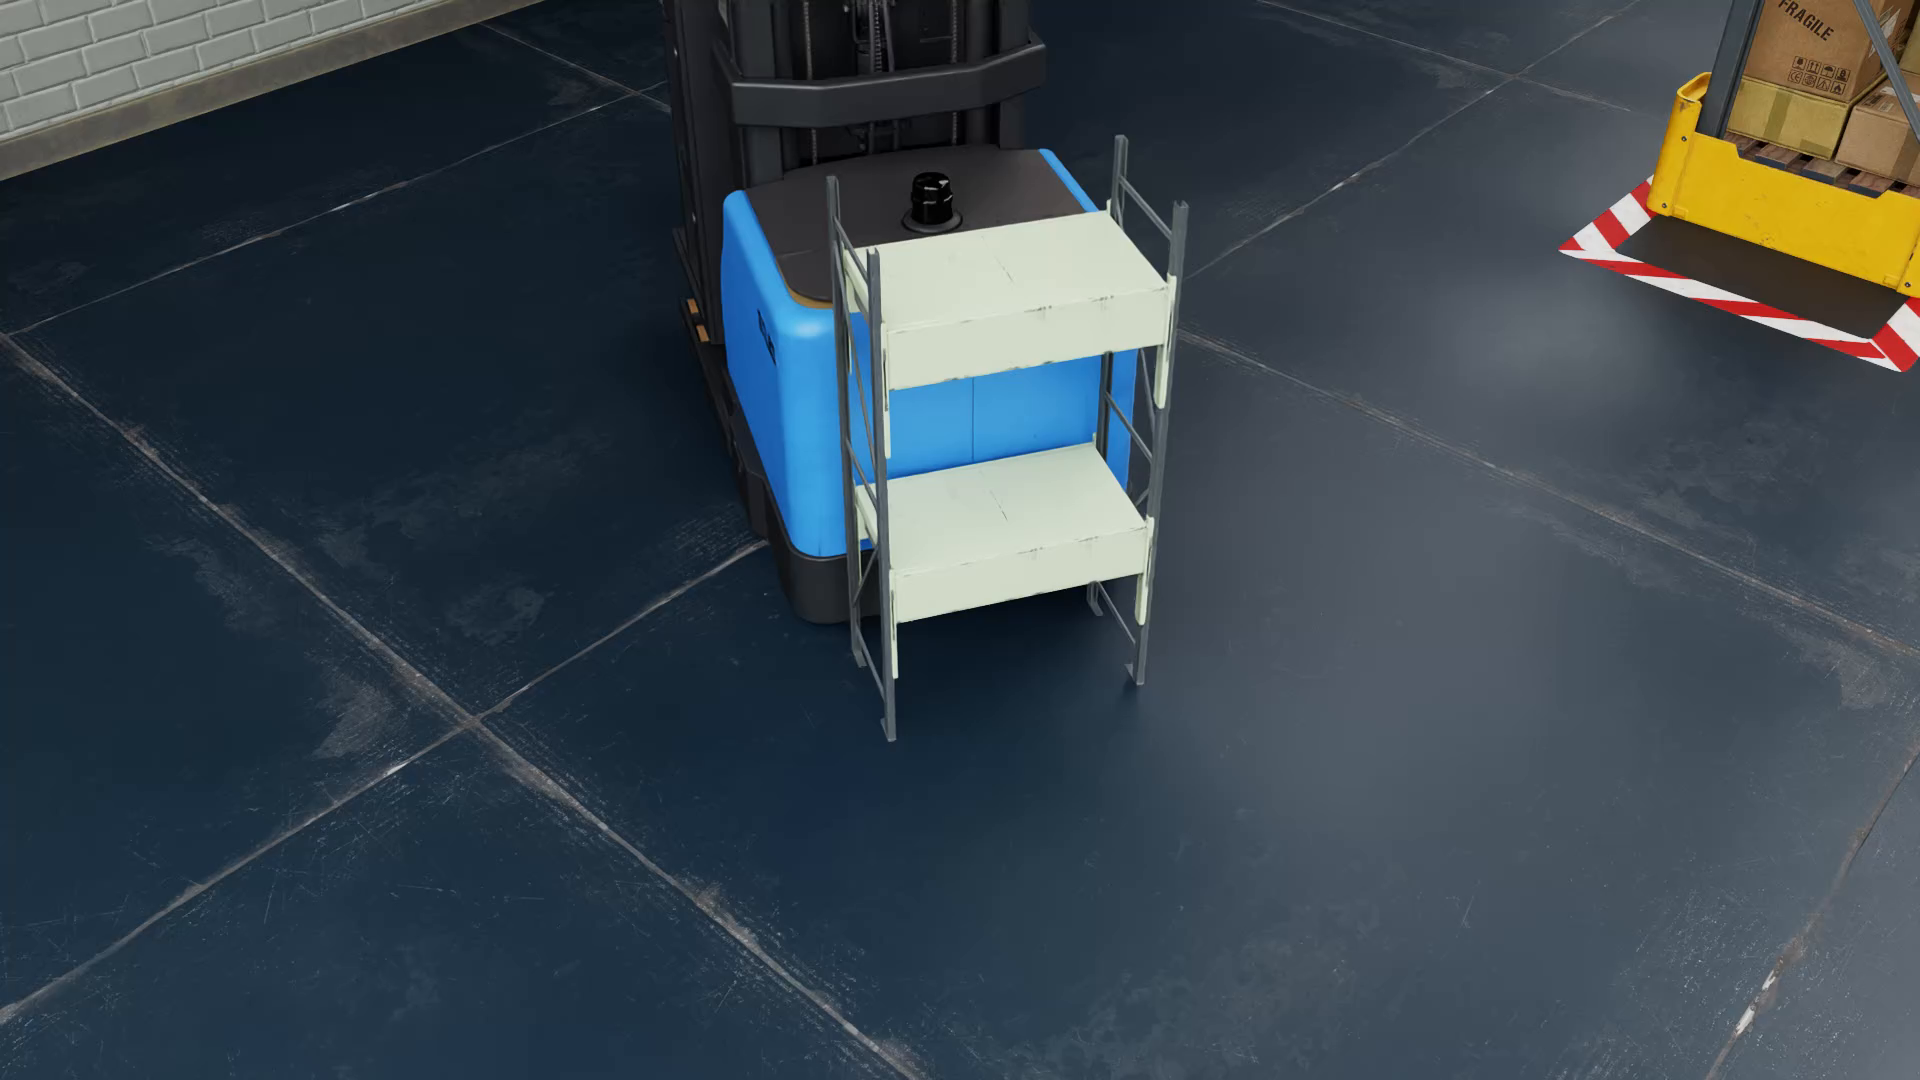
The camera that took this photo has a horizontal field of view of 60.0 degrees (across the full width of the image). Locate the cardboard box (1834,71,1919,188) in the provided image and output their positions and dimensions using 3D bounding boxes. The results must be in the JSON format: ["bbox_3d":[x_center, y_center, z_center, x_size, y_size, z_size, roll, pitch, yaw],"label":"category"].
[{"bbox_3d":[3.960,-1.665,6.805,0.500,0.250,0.500,30,47,32],"label":"cardboard box"}]

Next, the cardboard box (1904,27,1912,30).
[{"bbox_3d":[4.242,-2.347,7.664,0.500,0.250,0.500,30,47,32],"label":"cardboard box"}]

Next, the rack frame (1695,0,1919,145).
[{"bbox_3d":[3.434,-2.424,5.888,1.000,3.000,0.127,30,47,32],"label":"rack frame"}]

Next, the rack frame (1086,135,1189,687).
[{"bbox_3d":[0.452,-0.291,4.411,0.023,1.500,0.400,-11,40,-14],"label":"rack frame"}]

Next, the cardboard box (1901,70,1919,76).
[{"bbox_3d":[4.295,-1.896,7.096,0.500,0.250,0.500,30,47,32],"label":"cardboard box"}]

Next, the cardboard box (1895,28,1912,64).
[{"bbox_3d":[3.906,-2.117,7.374,0.500,0.250,0.500,30,47,32],"label":"cardboard box"}]

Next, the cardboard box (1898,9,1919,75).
[{"bbox_3d":[4.296,-2.189,6.862,0.500,0.500,0.500,30,47,32],"label":"cardboard box"}]

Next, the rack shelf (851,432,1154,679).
[{"bbox_3d":[0.103,0.033,4.527,0.720,0.370,0.431,-11,40,-14],"label":"rack shelf"}]

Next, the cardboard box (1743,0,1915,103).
[{"bbox_3d":[3.576,-2.177,6.846,0.500,0.500,0.500,30,47,32],"label":"cardboard box"}]

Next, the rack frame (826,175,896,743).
[{"bbox_3d":[-0.246,-0.153,4.237,0.023,1.500,0.400,-11,40,-14],"label":"rack frame"}]

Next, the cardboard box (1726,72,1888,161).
[{"bbox_3d":[3.578,-1.882,7.079,0.500,0.250,0.500,30,47,32],"label":"cardboard box"}]

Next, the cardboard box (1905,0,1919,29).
[{"bbox_3d":[4.240,-2.642,7.432,0.500,0.500,0.500,30,47,32],"label":"cardboard box"}]

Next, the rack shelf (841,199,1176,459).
[{"bbox_3d":[0.103,-0.527,4.081,0.720,0.370,0.431,-11,40,-14],"label":"rack shelf"}]

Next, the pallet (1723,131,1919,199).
[{"bbox_3d":[3.919,-1.701,7.220,1.003,0.211,1.213,30,47,32],"label":"pallet"}]

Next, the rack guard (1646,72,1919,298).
[{"bbox_3d":[3.418,-1.434,6.652,1.175,0.500,0.348,30,47,32],"label":"rack guard"}]

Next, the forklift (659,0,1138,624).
[{"bbox_3d":[-0.405,-1.827,5.193,1.130,2.935,3.031,-11,40,-13],"label":"forklift"}]

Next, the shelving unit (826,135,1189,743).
[{"bbox_3d":[0.103,-0.222,4.324,0.755,1.500,0.431,-11,40,-14],"label":"shelving unit"}]
